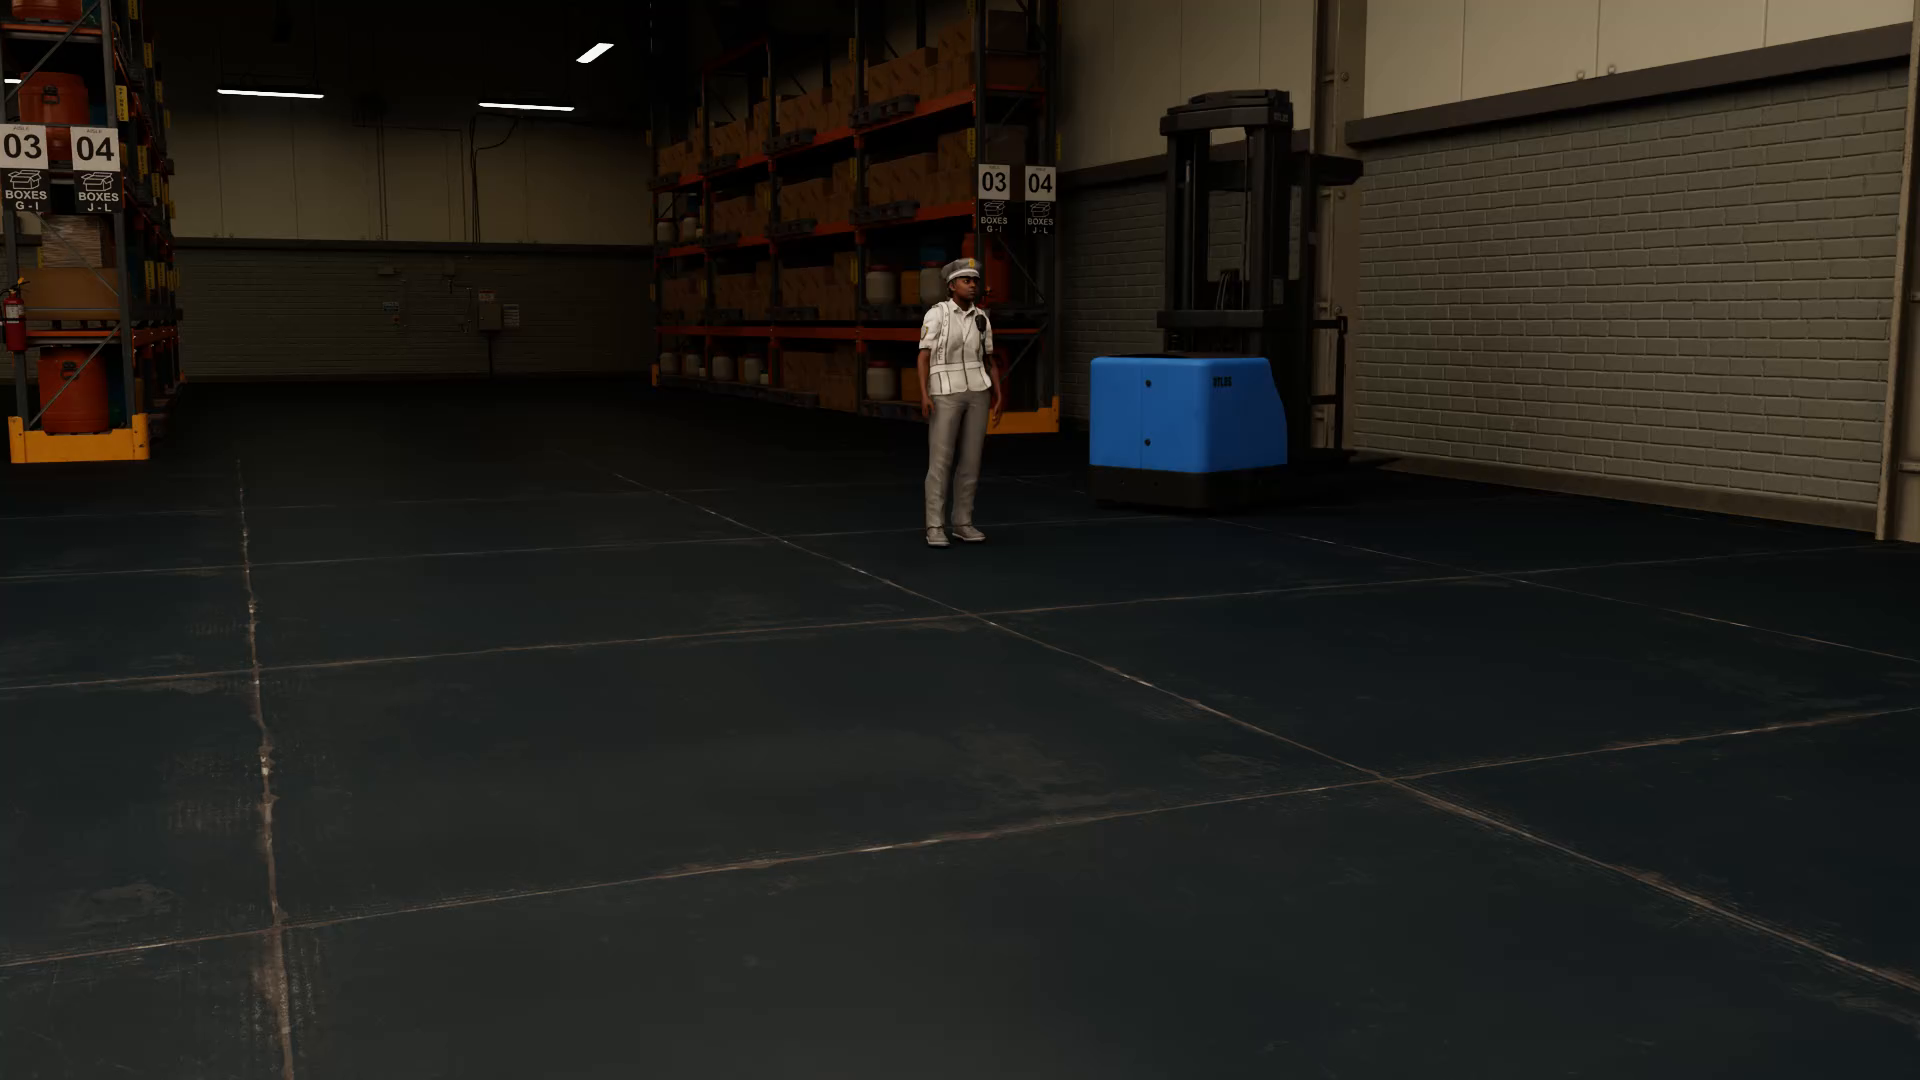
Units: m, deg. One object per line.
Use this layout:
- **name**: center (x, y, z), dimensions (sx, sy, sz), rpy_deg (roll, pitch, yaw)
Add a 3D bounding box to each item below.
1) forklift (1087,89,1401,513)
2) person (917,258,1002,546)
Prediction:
- **forklift**: center (2.284, -1.778, 12.426), dimensions (1.130, 2.935, 3.031), rpy_deg (7, 10, 43)
- **person**: center (0.012, -0.837, 9.966), dimensions (0.570, 1.695, 0.530), rpy_deg (-3, 8, -23)
